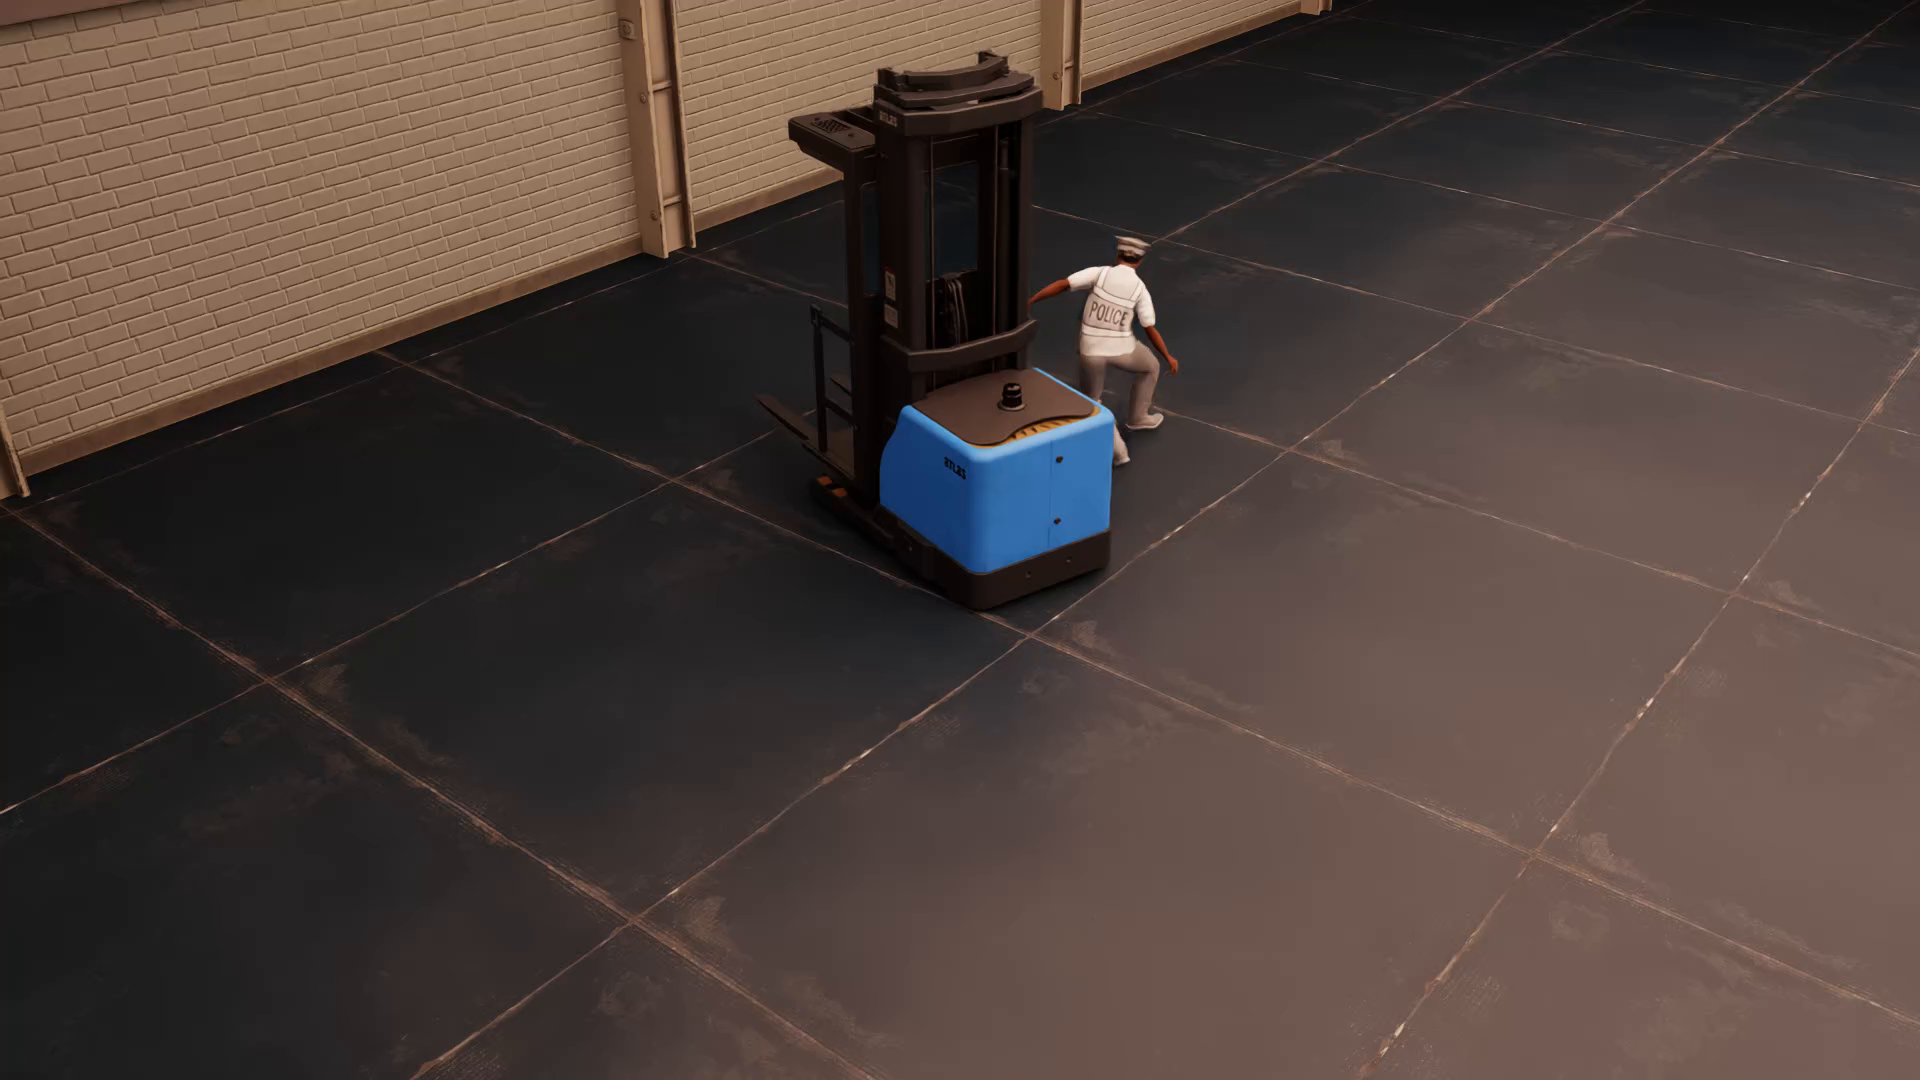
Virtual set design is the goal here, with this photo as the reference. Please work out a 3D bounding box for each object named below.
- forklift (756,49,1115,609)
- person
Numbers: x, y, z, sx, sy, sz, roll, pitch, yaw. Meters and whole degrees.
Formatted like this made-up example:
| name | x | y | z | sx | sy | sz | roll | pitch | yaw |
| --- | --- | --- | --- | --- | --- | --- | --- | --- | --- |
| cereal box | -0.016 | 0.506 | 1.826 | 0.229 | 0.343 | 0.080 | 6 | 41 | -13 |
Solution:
| name | x | y | z | sx | sy | sz | roll | pitch | yaw |
| --- | --- | --- | --- | --- | --- | --- | --- | --- | --- |
| forklift | -0.327 | -1.558 | 10.262 | 1.130 | 2.935 | 3.031 | -19 | 35 | -29 |
| person | 0.924 | -1.268 | 11.259 | 1.116 | 1.580 | 0.634 | 3 | 30 | 4 |
